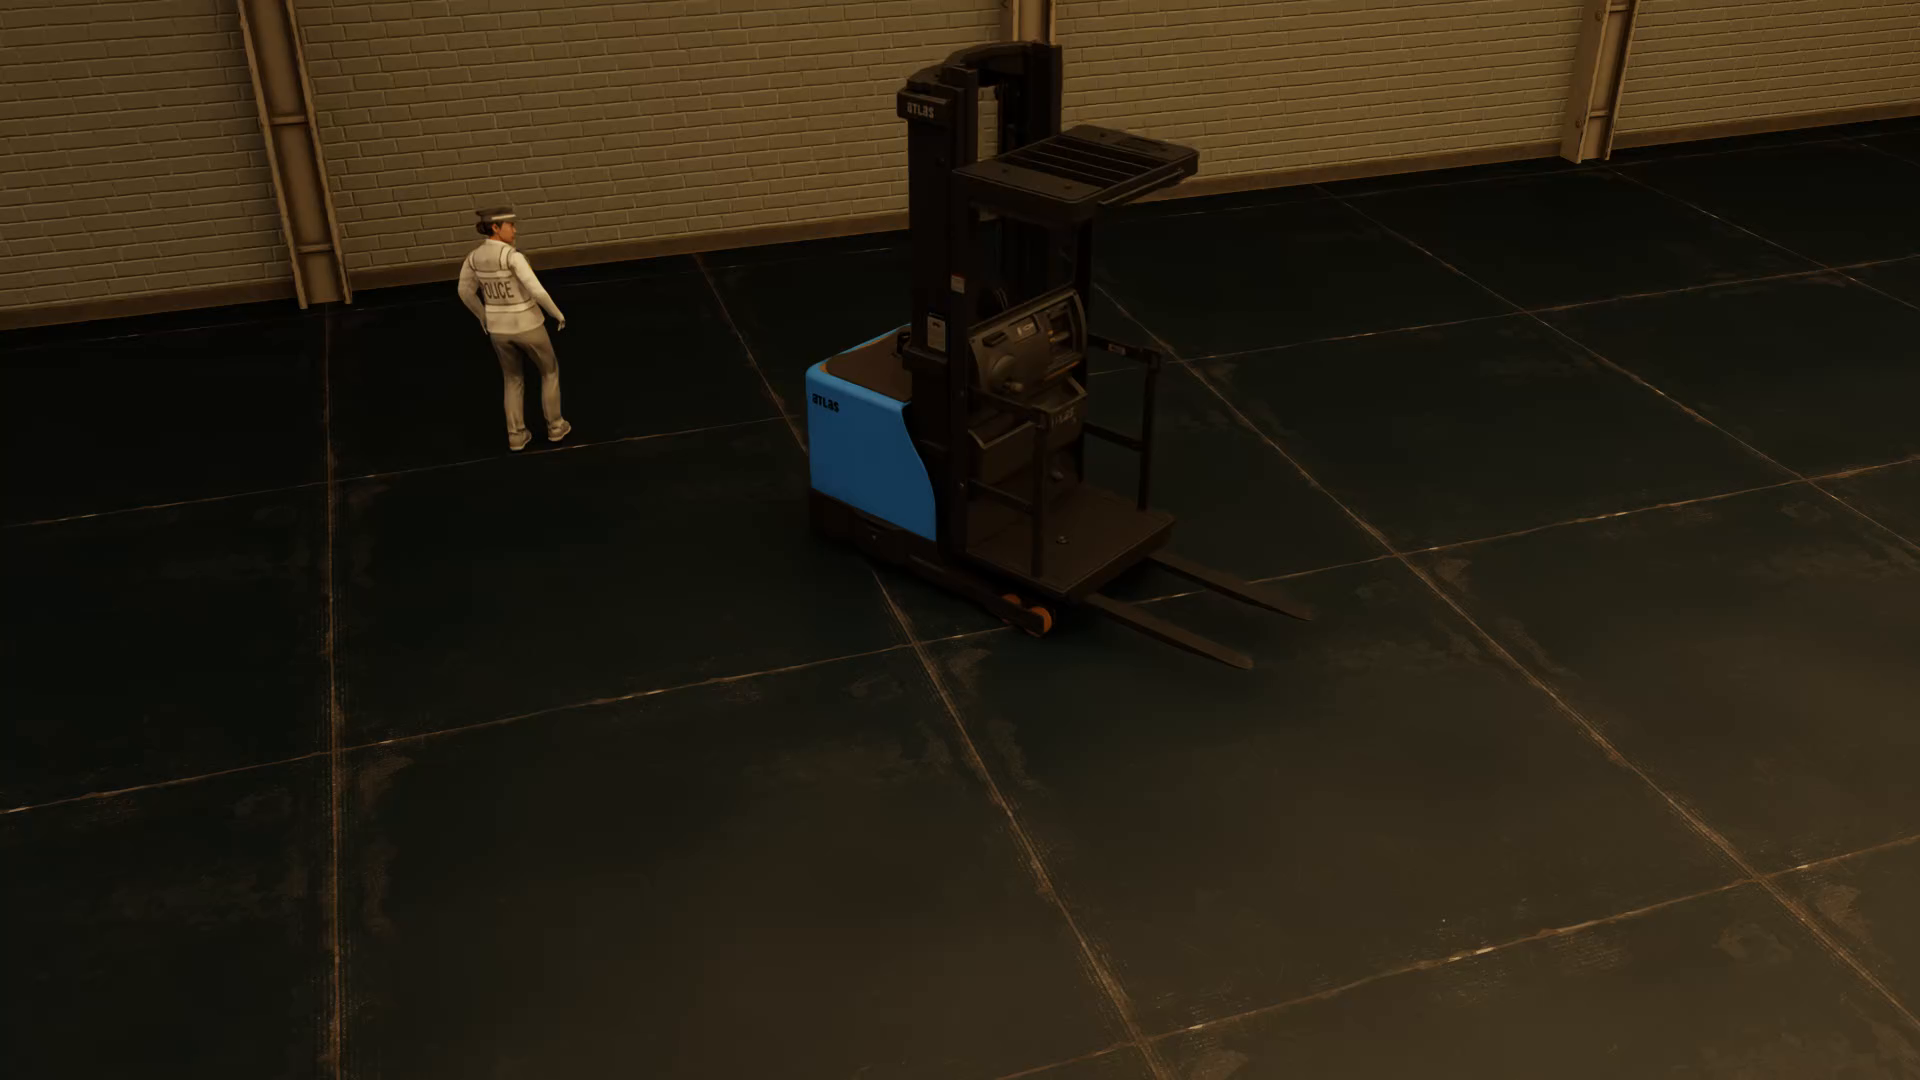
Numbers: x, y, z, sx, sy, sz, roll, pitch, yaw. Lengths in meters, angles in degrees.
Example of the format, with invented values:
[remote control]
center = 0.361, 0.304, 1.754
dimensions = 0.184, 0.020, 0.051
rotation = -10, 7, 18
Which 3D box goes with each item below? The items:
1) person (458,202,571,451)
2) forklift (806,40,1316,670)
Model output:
[person]
center = -2.887, -1.393, 10.805
dimensions = 0.686, 1.649, 0.470
rotation = 7, 31, 12
[forklift]
center = 0.536, -1.038, 8.891
dimensions = 3.031, 2.935, 1.130
rotation = 23, 37, 34
